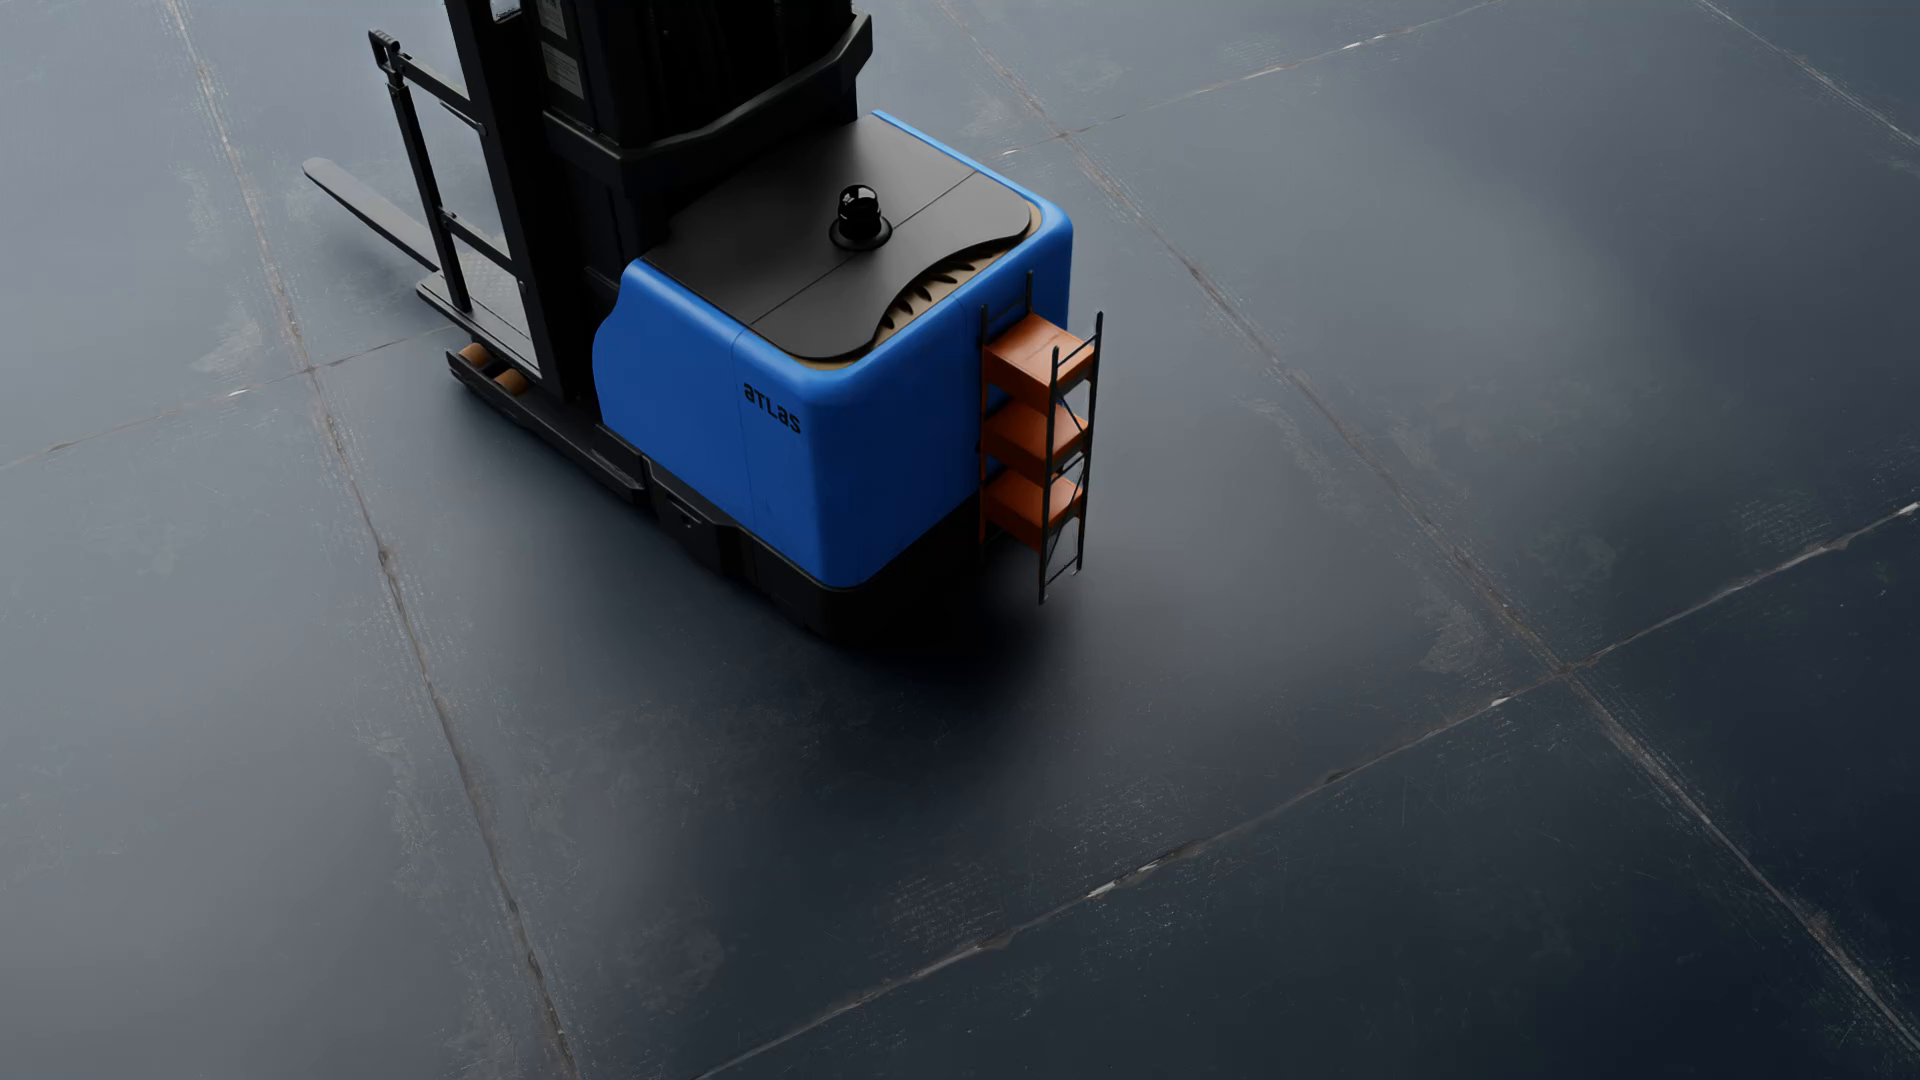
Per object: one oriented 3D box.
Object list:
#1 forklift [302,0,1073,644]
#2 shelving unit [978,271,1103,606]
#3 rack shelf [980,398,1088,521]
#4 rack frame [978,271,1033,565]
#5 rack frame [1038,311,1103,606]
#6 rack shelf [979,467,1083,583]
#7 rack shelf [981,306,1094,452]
[{"bbox_3d":[-1.099,-1.636,4.733,3.031,2.935,1.130,34,57,26],"label":"forklift"},{"bbox_3d":[0.218,-0.263,4.783,0.252,1.050,0.215,34,57,26],"label":"shelving unit"},{"bbox_3d":[0.218,-0.256,4.791,0.240,0.259,0.215,34,57,26],"label":"rack shelf"},{"bbox_3d":[0.127,-0.325,4.837,0.008,1.050,0.200,34,57,26],"label":"rack frame"},{"bbox_3d":[0.308,-0.202,4.729,0.008,1.050,0.200,34,57,26],"label":"rack frame"},{"bbox_3d":[0.218,-0.073,5.000,0.240,0.259,0.215,34,57,26],"label":"rack shelf"},{"bbox_3d":[0.218,-0.443,4.577,0.240,0.259,0.215,34,57,26],"label":"rack shelf"}]
